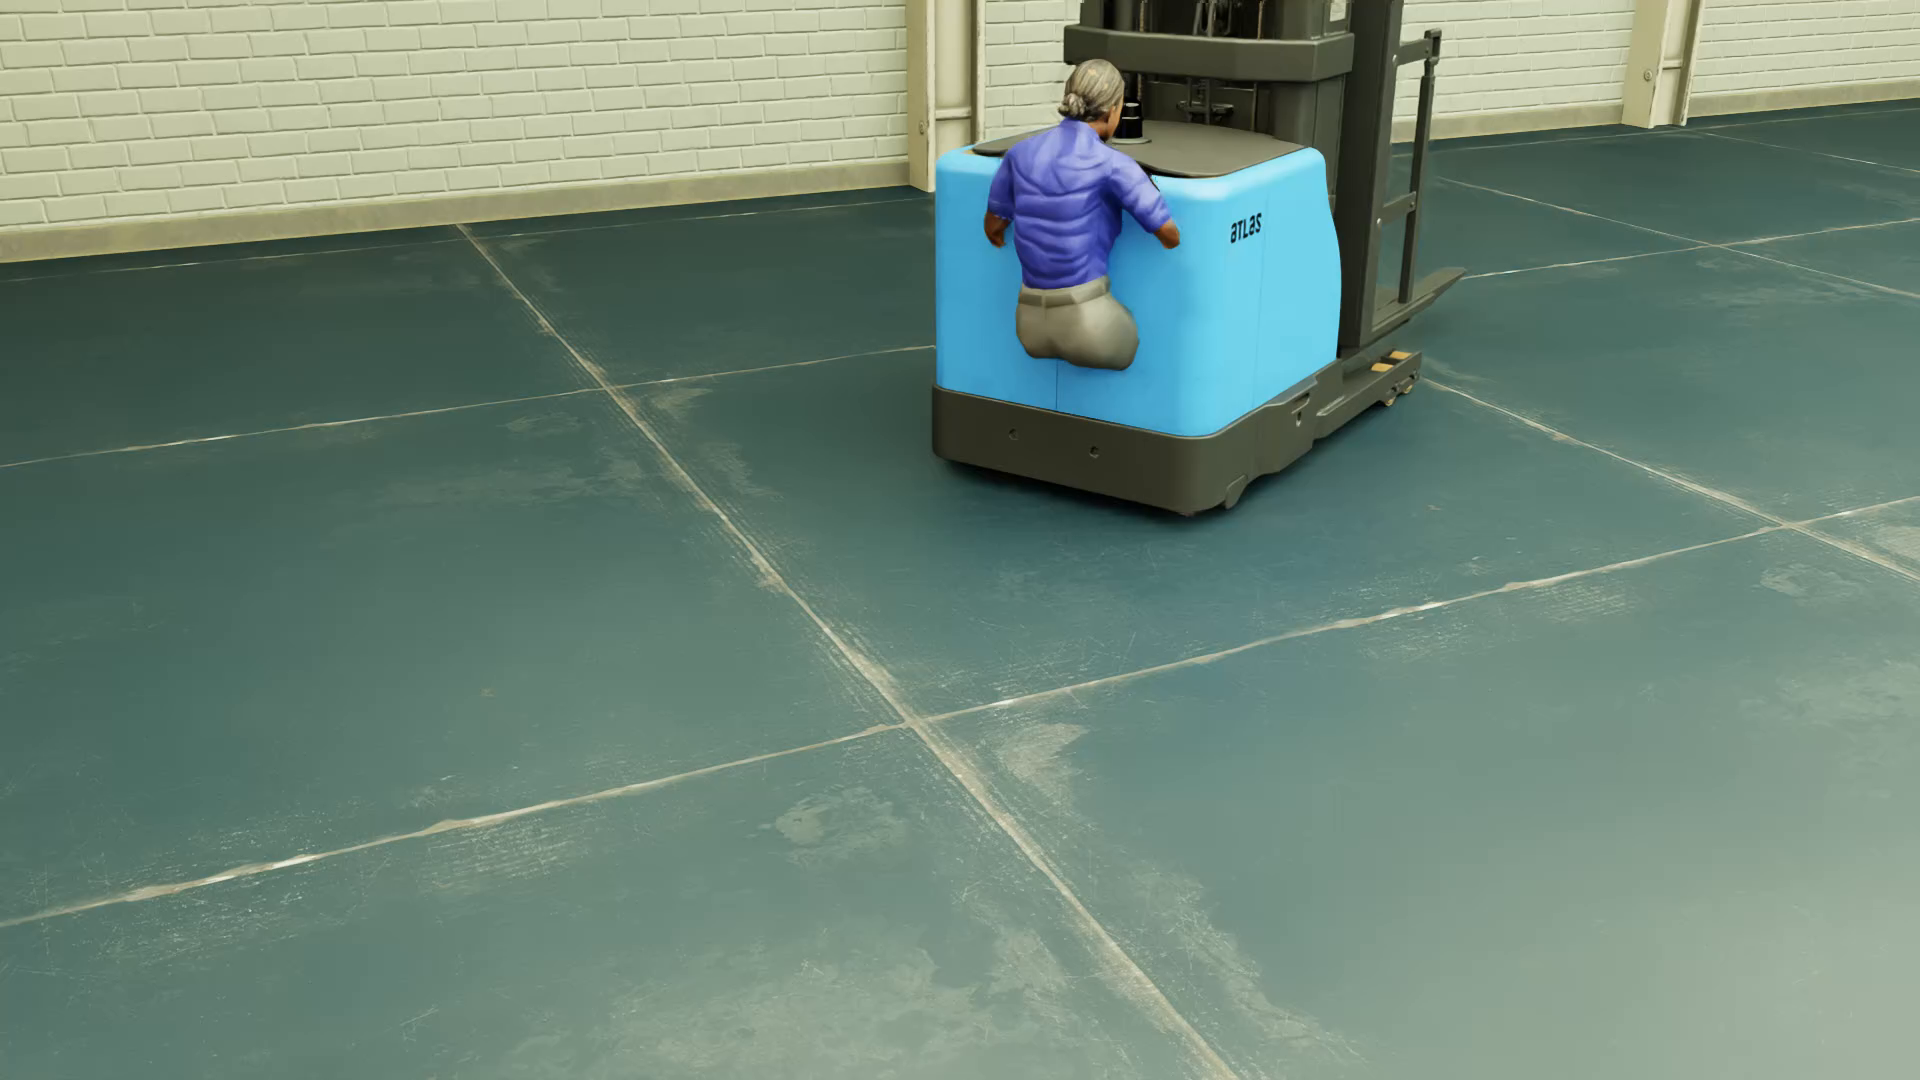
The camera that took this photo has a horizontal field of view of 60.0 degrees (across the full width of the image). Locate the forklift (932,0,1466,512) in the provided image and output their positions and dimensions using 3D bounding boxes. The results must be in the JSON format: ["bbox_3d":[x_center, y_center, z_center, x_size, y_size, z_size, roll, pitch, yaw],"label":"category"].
[{"bbox_3d":[1.144,-1.952,5.985,1.130,2.935,3.031,14,27,31],"label":"forklift"}]

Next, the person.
[{"bbox_3d":[0.517,-0.768,5.268,0.686,1.465,0.838,18,29,37],"label":"person"}]
